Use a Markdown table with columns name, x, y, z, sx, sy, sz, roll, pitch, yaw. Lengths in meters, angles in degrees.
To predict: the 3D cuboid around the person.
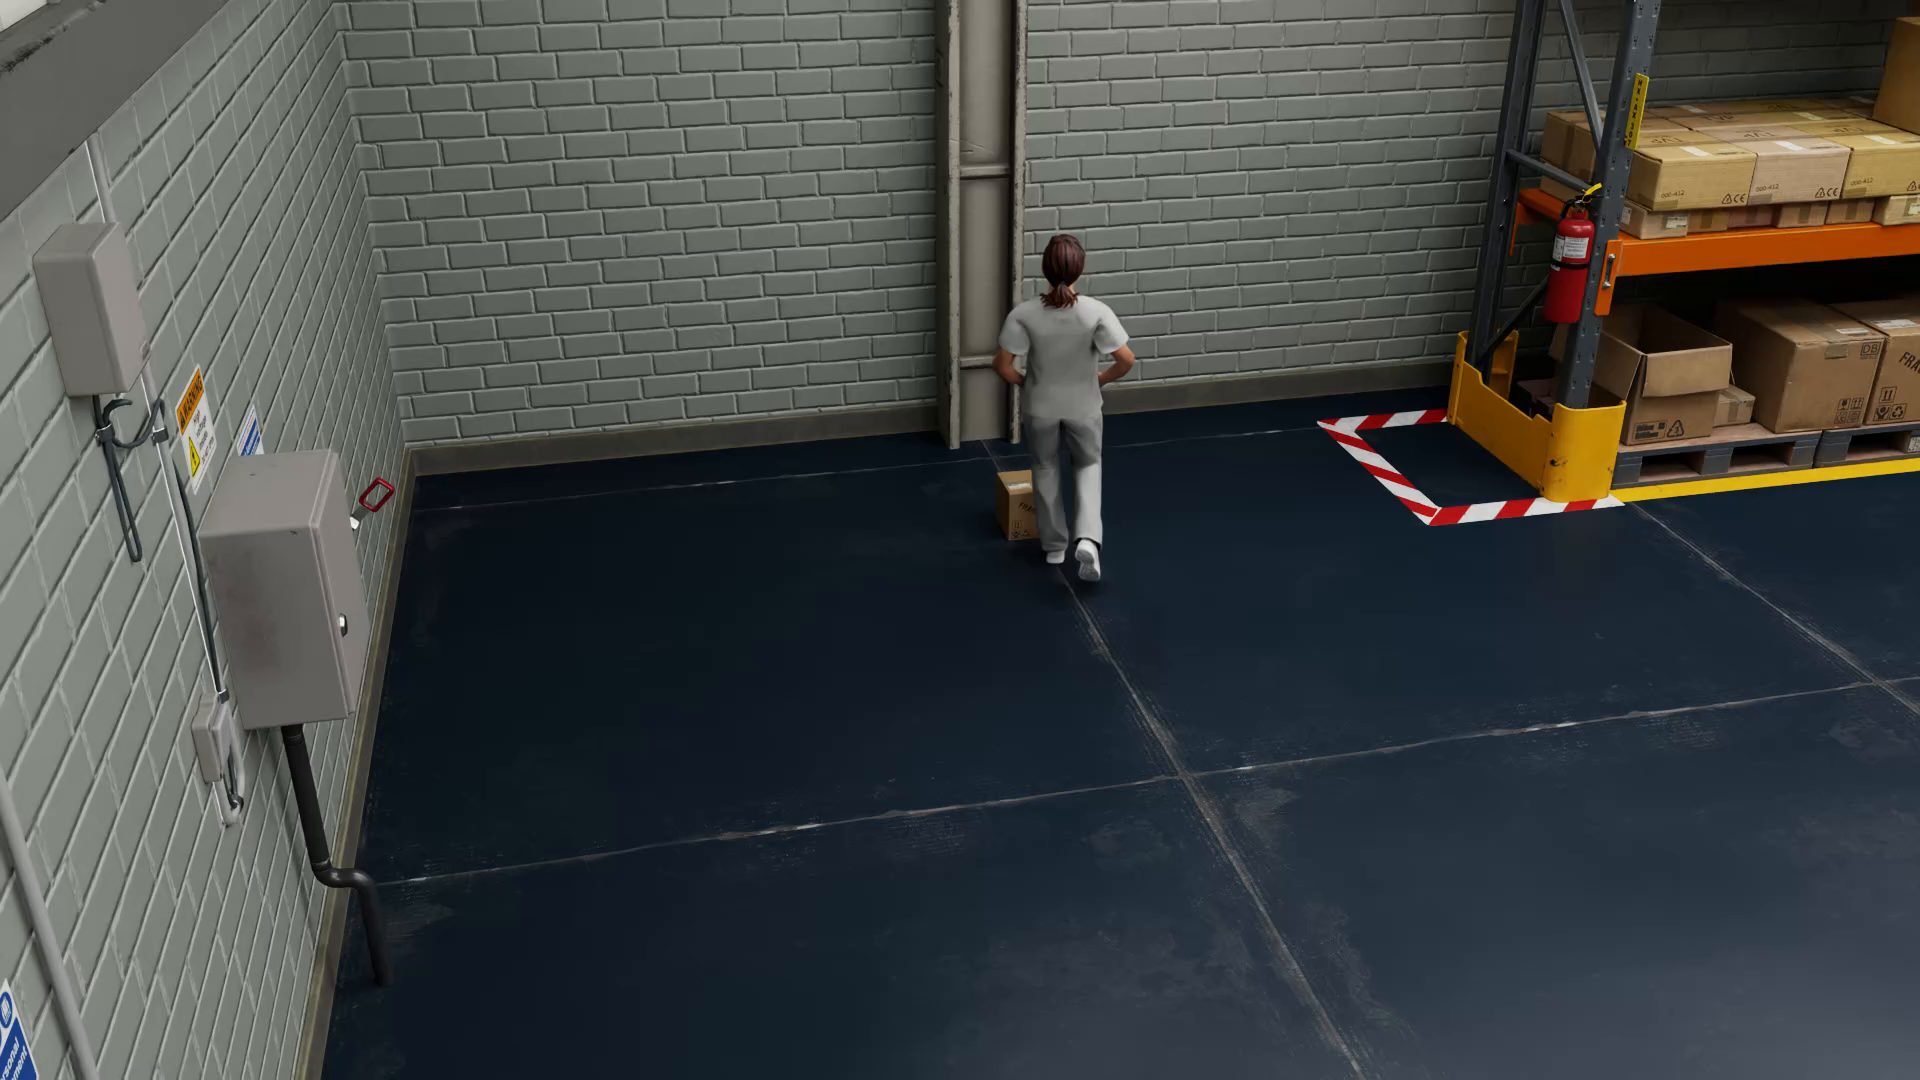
| name | x | y | z | sx | sy | sz | roll | pitch | yaw |
| --- | --- | --- | --- | --- | --- | --- | --- | --- | --- |
| person | 0.444 | -0.600 | 7.349 | 0.601 | 1.624 | 0.634 | 1 | 27 | 1 |
